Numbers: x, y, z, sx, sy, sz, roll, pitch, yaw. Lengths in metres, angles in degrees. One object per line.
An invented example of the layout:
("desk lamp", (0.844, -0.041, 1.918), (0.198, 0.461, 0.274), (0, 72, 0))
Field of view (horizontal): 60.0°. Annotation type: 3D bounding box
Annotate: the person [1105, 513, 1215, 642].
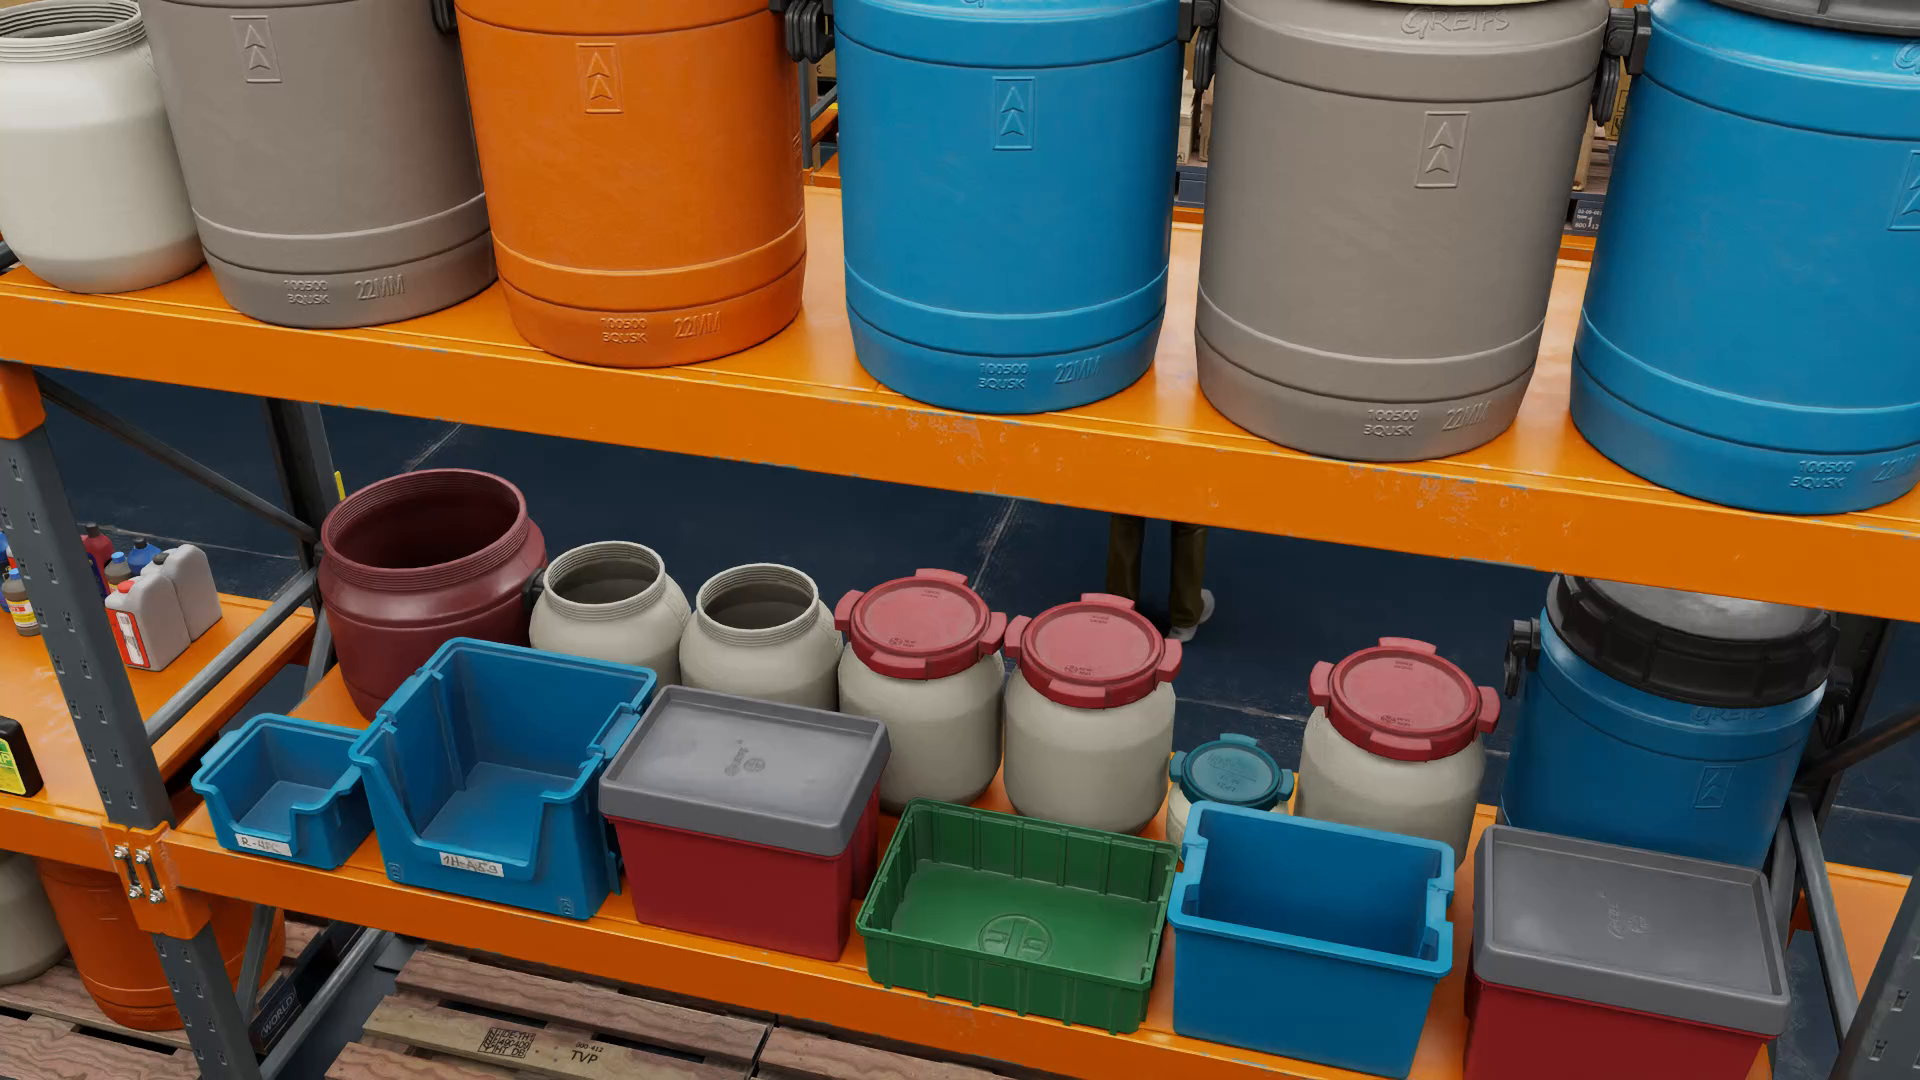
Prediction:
("person", (0.818, -0.403, 6.783), (0.589, 1.778, 0.424), (7, 33, 11))
